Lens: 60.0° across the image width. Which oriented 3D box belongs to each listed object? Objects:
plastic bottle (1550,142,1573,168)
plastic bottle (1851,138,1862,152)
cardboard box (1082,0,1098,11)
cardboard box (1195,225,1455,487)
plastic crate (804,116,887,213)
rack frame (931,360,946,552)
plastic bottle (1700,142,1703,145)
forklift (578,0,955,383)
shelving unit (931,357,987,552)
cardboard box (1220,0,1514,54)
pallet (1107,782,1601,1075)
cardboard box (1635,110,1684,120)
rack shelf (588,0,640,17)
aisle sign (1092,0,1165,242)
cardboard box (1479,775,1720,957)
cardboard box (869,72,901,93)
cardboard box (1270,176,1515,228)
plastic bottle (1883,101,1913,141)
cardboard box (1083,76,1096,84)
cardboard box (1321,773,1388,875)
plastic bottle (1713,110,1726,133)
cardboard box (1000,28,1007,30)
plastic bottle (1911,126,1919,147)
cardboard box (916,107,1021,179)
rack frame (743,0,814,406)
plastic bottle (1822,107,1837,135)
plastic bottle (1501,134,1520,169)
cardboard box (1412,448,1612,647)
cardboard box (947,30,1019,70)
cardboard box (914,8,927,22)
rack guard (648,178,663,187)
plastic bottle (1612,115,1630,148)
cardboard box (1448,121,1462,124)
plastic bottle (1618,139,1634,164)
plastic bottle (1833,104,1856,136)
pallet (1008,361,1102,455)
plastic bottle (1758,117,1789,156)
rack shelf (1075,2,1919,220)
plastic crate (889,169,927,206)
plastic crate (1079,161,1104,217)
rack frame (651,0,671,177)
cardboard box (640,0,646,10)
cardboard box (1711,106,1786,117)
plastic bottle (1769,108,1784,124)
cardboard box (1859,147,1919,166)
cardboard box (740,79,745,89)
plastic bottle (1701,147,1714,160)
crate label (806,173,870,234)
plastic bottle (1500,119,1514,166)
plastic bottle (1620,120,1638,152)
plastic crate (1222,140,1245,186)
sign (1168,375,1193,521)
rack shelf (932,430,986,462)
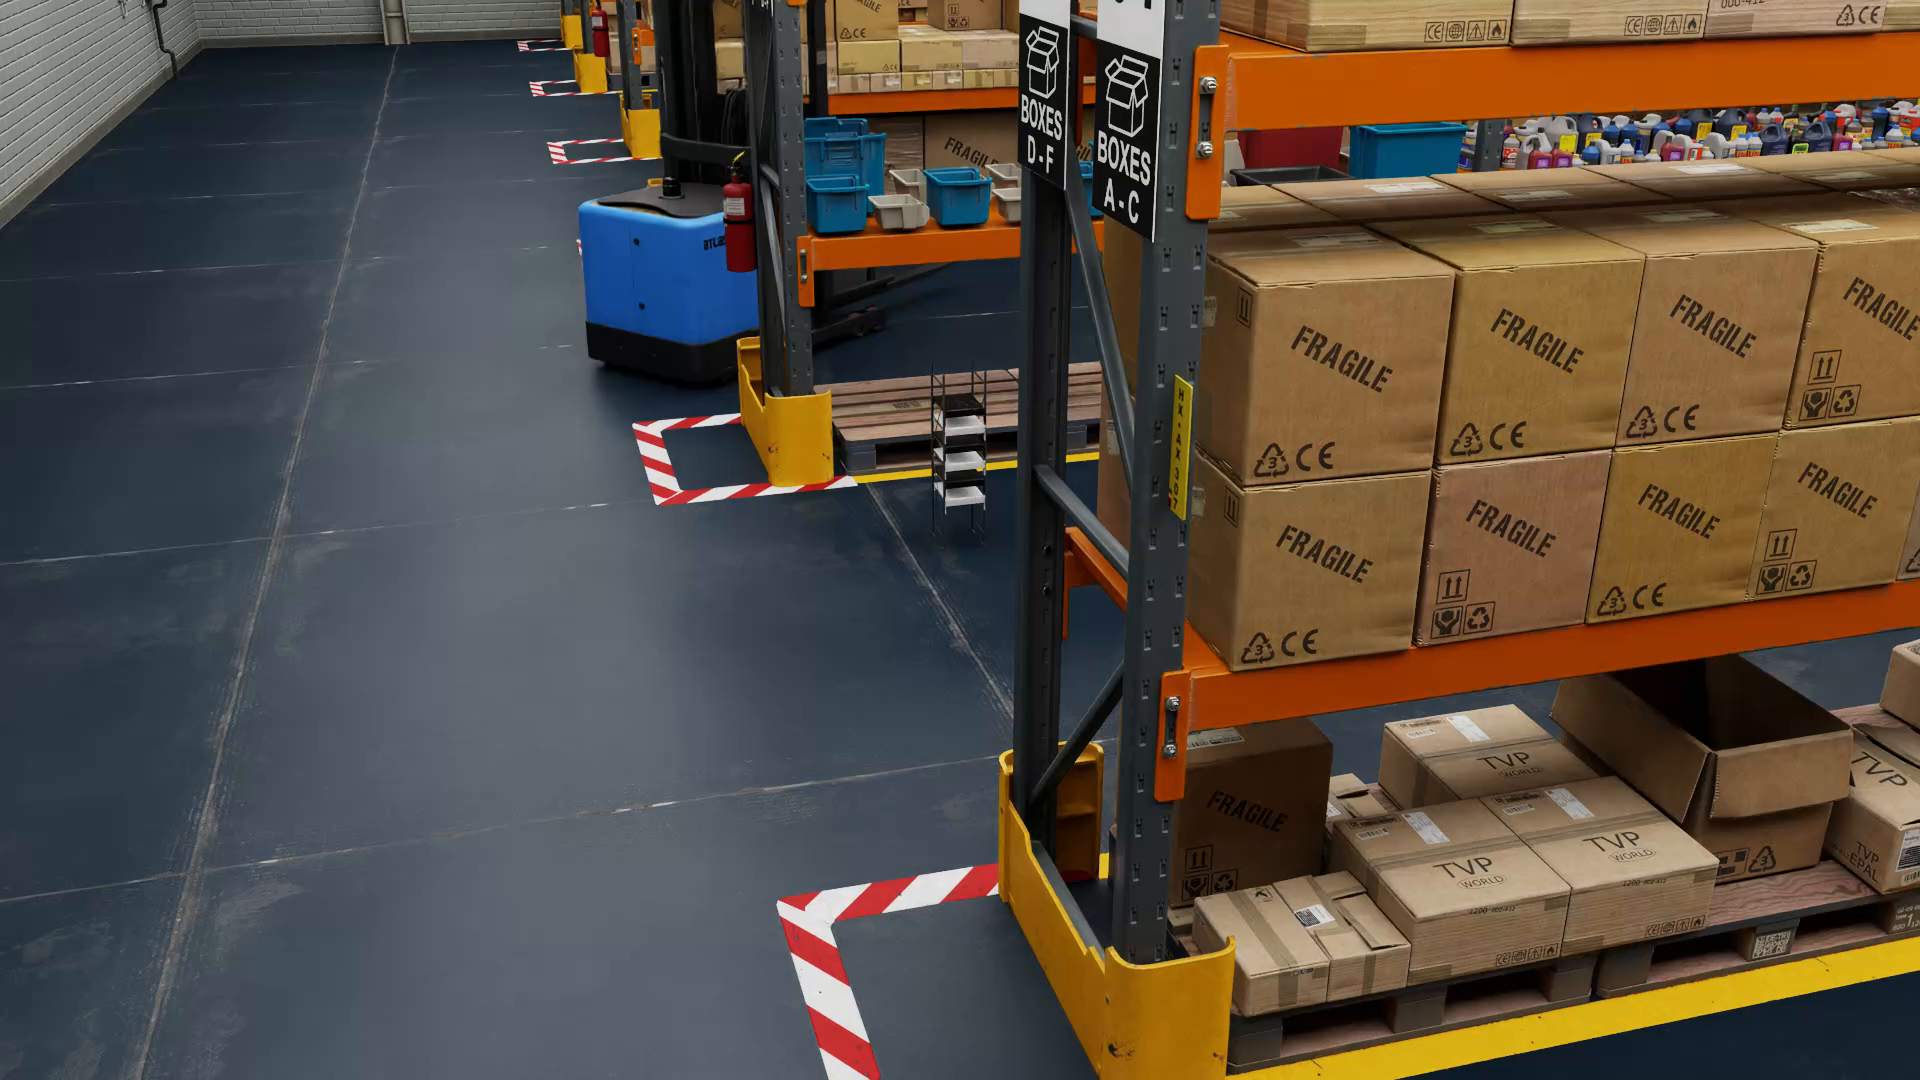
[{"bbox_3d":[3.475,-2.165,9.640,0.133,0.283,0.061,-6,24,-14],"label":"plastic bottle"},{"bbox_3d":[5.461,-2.355,10.186,0.097,0.201,0.097,0,23,0],"label":"plastic bottle"},{"bbox_3d":[1.170,-4.470,13.725,0.500,0.500,0.500,-6,24,-13],"label":"cardboard box"},{"bbox_3d":[0.859,-0.473,4.154,0.500,0.500,0.500,-6,24,-13],"label":"cardboard box"},{"bbox_3d":[-0.701,-2.052,9.107,0.499,0.435,0.616,-6,24,-14],"label":"plastic crate"},{"bbox_3d":[-0.106,-0.402,8.045,0.006,0.900,0.240,-6,24,-14],"label":"rack frame"},{"bbox_3d":[4.490,-2.310,10.081,0.097,0.201,0.097,0,23,0],"label":"plastic bottle"},{"bbox_3d":[-1.172,-2.852,11.179,1.130,2.935,3.031,16,28,32],"label":"forklift"},{"bbox_3d":[-0.008,-0.413,8.071,0.210,0.900,0.258,-6,24,-14],"label":"shelving unit"},{"bbox_3d":[0.924,-1.288,3.835,0.500,0.250,0.500,-6,24,-14],"label":"cardboard box"},{"bbox_3d":[1.202,1.168,5.261,1.213,0.211,1.003,-6,24,-14],"label":"pallet"},{"bbox_3d":[6.536,-4.175,15.838,0.500,0.250,0.500,-4,23,-8],"label":"cardboard box"},{"bbox_3d":[-3.063,-7.427,22.667,4.000,0.370,1.077,-6,24,-14],"label":"rack shelf"},{"bbox_3d":[0.375,-1.096,3.705,0.004,0.787,0.394,-6,24,-14],"label":"aisle sign"},{"bbox_3d":[1.924,0.984,5.082,0.500,0.250,0.500,-6,24,-14],"label":"cardboard box"},{"bbox_3d":[-0.643,-3.717,13.427,0.250,0.149,0.380,-7,24,-15],"label":"cardboard box"},{"bbox_3d":[1.201,-0.732,4.757,0.500,0.500,0.500,-6,24,-13],"label":"cardboard box"},{"bbox_3d":[6.225,-2.773,11.067,0.135,0.276,0.152,-6,24,-14],"label":"plastic bottle"},{"bbox_3d":[1.087,-3.908,13.873,0.250,0.149,0.380,-6,24,-13],"label":"cardboard box"},{"bbox_3d":[1.232,0.919,5.340,0.250,0.166,0.380,-6,24,-14],"label":"cardboard box"},{"bbox_3d":[4.890,-2.626,10.722,0.135,0.276,0.152,-6,24,-14],"label":"plastic bottle"},{"bbox_3d":[0.537,-4.274,14.220,0.500,0.250,0.500,-6,24,-15],"label":"cardboard box"},{"bbox_3d":[5.929,-2.439,10.293,0.097,0.271,0.097,0,23,0],"label":"plastic bottle"},{"bbox_3d":[0.016,-3.289,14.273,0.875,0.875,0.875,-6,24,-14],"label":"cardboard box"},{"bbox_3d":[-0.973,-1.902,8.878,0.127,3.000,1.000,-6,24,-14],"label":"rack frame"},{"bbox_3d":[5.677,-2.697,10.894,0.097,0.271,0.097,0,23,0],"label":"plastic bottle"},{"bbox_3d":[3.419,-2.415,10.326,0.097,0.201,0.097,0,23,0],"label":"plastic bottle"},{"bbox_3d":[1.355,-0.071,4.484,0.500,0.500,0.500,-7,24,-15],"label":"cardboard box"},{"bbox_3d":[0.197,-4.019,13.625,0.500,0.250,0.500,-6,24,-13],"label":"cardboard box"},{"bbox_3d":[-0.406,-5.793,18.264,0.250,0.149,0.380,-5,24,-12],"label":"cardboard box"},{"bbox_3d":[-2.334,-2.631,13.747,0.348,0.500,1.175,-6,24,-14],"label":"rack guard"},{"bbox_3d":[4.137,-2.542,10.528,0.135,0.276,0.152,-6,24,-14],"label":"plastic bottle"},{"bbox_3d":[3.861,-3.693,15.215,0.875,0.875,1.225,-6,24,-14],"label":"cardboard box"},{"bbox_3d":[3.898,-2.214,9.769,0.097,0.271,0.097,0,23,0],"label":"plastic bottle"},{"bbox_3d":[5.780,-2.724,10.952,0.135,0.276,0.152,-6,24,-14],"label":"plastic bottle"},{"bbox_3d":[1.004,-0.822,9.897,1.213,0.211,1.003,-6,24,-14],"label":"pallet"},{"bbox_3d":[4.884,-2.369,10.030,0.185,0.351,0.144,-6,24,-14],"label":"plastic bottle"},{"bbox_3d":[2.287,-1.281,4.541,4.000,0.370,1.077,-6,24,-14],"label":"rack shelf"},{"bbox_3d":[-0.237,-1.964,9.280,0.243,0.136,0.396,-6,24,-14],"label":"plastic crate"},{"bbox_3d":[0.621,-1.894,8.996,0.300,0.233,0.416,-6,24,-14],"label":"plastic crate"},{"bbox_3d":[-2.311,-3.782,13.260,0.127,3.000,1.000,-6,24,-14],"label":"rack frame"},{"bbox_3d":[-3.191,-6.004,17.935,0.500,0.500,0.500,-6,24,-13],"label":"cardboard box"},{"bbox_3d":[7.643,-3.953,16.271,0.500,0.500,0.700,-8,25,-19],"label":"cardboard box"},{"bbox_3d":[5.310,-2.681,10.858,0.097,0.271,0.097,0,23,0],"label":"plastic bottle"},{"bbox_3d":[3.186,-0.954,5.274,0.500,0.500,0.500,-7,24,-16],"label":"cardboard box"},{"bbox_3d":[-1.634,-3.607,13.171,0.250,0.149,0.380,-7,24,-15],"label":"cardboard box"},{"bbox_3d":[4.437,-2.242,9.922,0.097,0.201,0.097,0,23,0],"label":"plastic bottle"},{"bbox_3d":[-0.647,-1.754,8.669,0.303,0.233,0.416,-6,24,-14],"label":"crate label"},{"bbox_3d":[3.380,-2.481,10.375,0.133,0.283,0.061,-6,24,-14],"label":"plastic bottle"},{"bbox_3d":[4.189,-2.495,10.423,0.097,0.271,0.097,0,23,0],"label":"plastic bottle"},{"bbox_3d":[1.358,-2.208,9.666,0.530,0.282,0.437,-6,24,-14],"label":"plastic crate"},{"bbox_3d":[0.508,-0.212,3.843,0.005,0.325,0.100,-6,24,-14],"label":"sign"},{"bbox_3d":[-0.008,-0.465,8.048,0.200,0.077,0.258,-6,24,-14],"label":"rack shelf"}]
